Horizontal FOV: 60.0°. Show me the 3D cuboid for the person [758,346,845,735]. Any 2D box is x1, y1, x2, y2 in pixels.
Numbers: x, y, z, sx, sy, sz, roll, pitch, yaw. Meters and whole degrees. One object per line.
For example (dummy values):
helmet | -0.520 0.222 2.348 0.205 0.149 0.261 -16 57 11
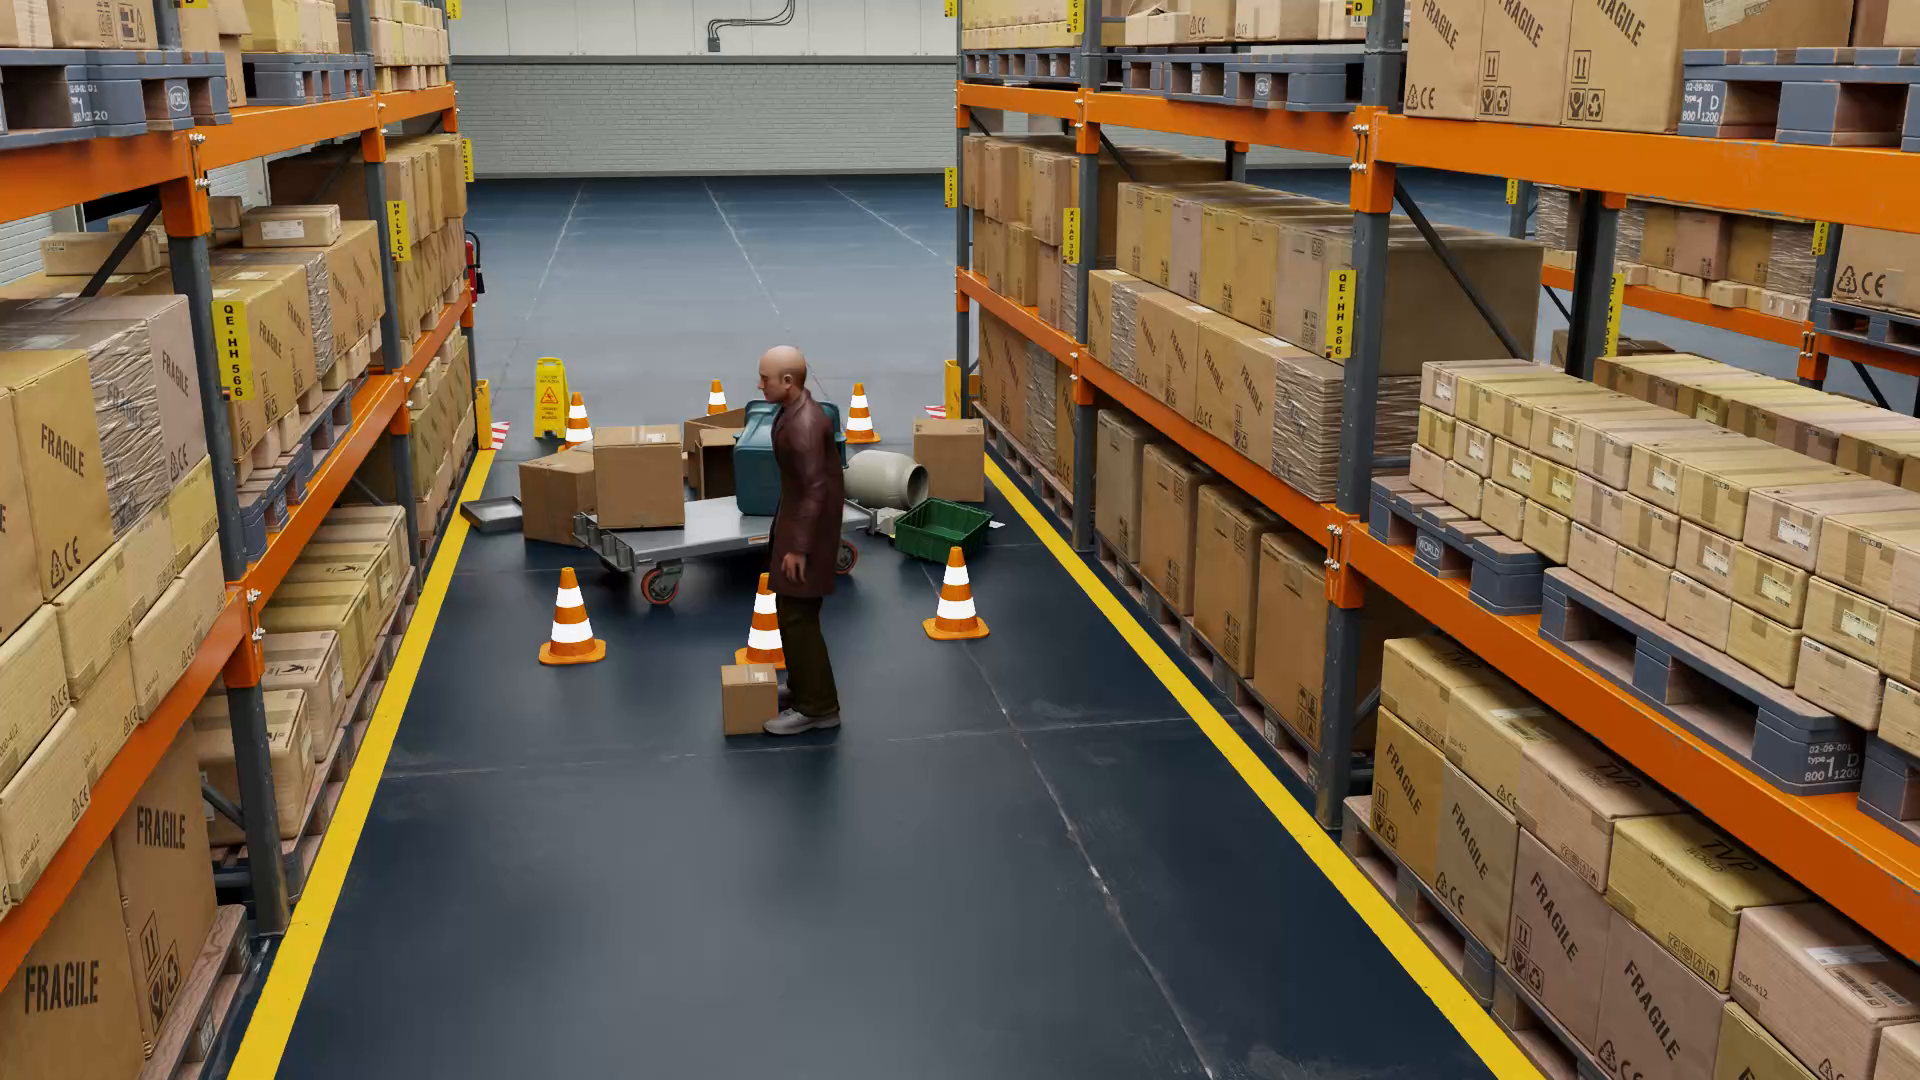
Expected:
person | -0.739 -0.010 7.594 0.427 1.774 0.644 -3 16 -10
